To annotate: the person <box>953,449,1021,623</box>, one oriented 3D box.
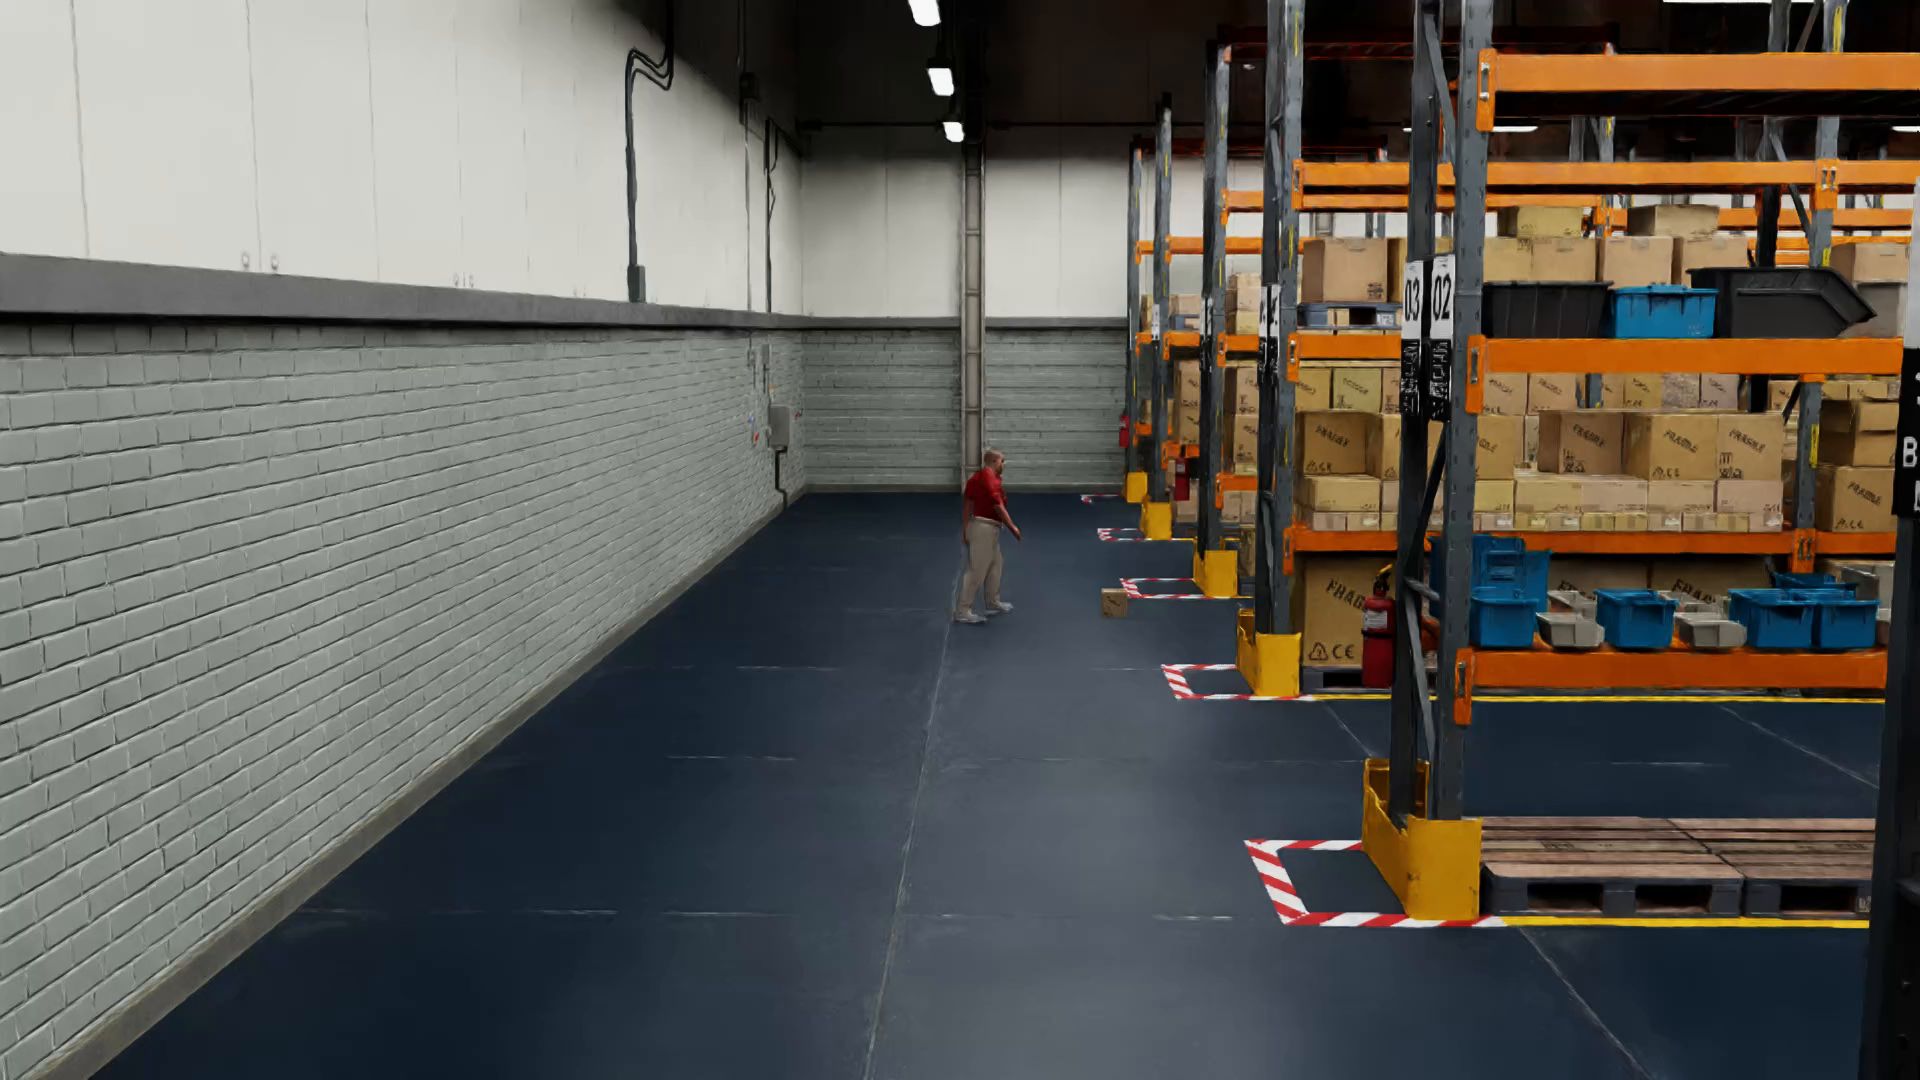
[{"bbox_3d":[0.253,-0.063,16.436,0.765,1.683,0.655,-2,8,-18],"label":"person"}]
